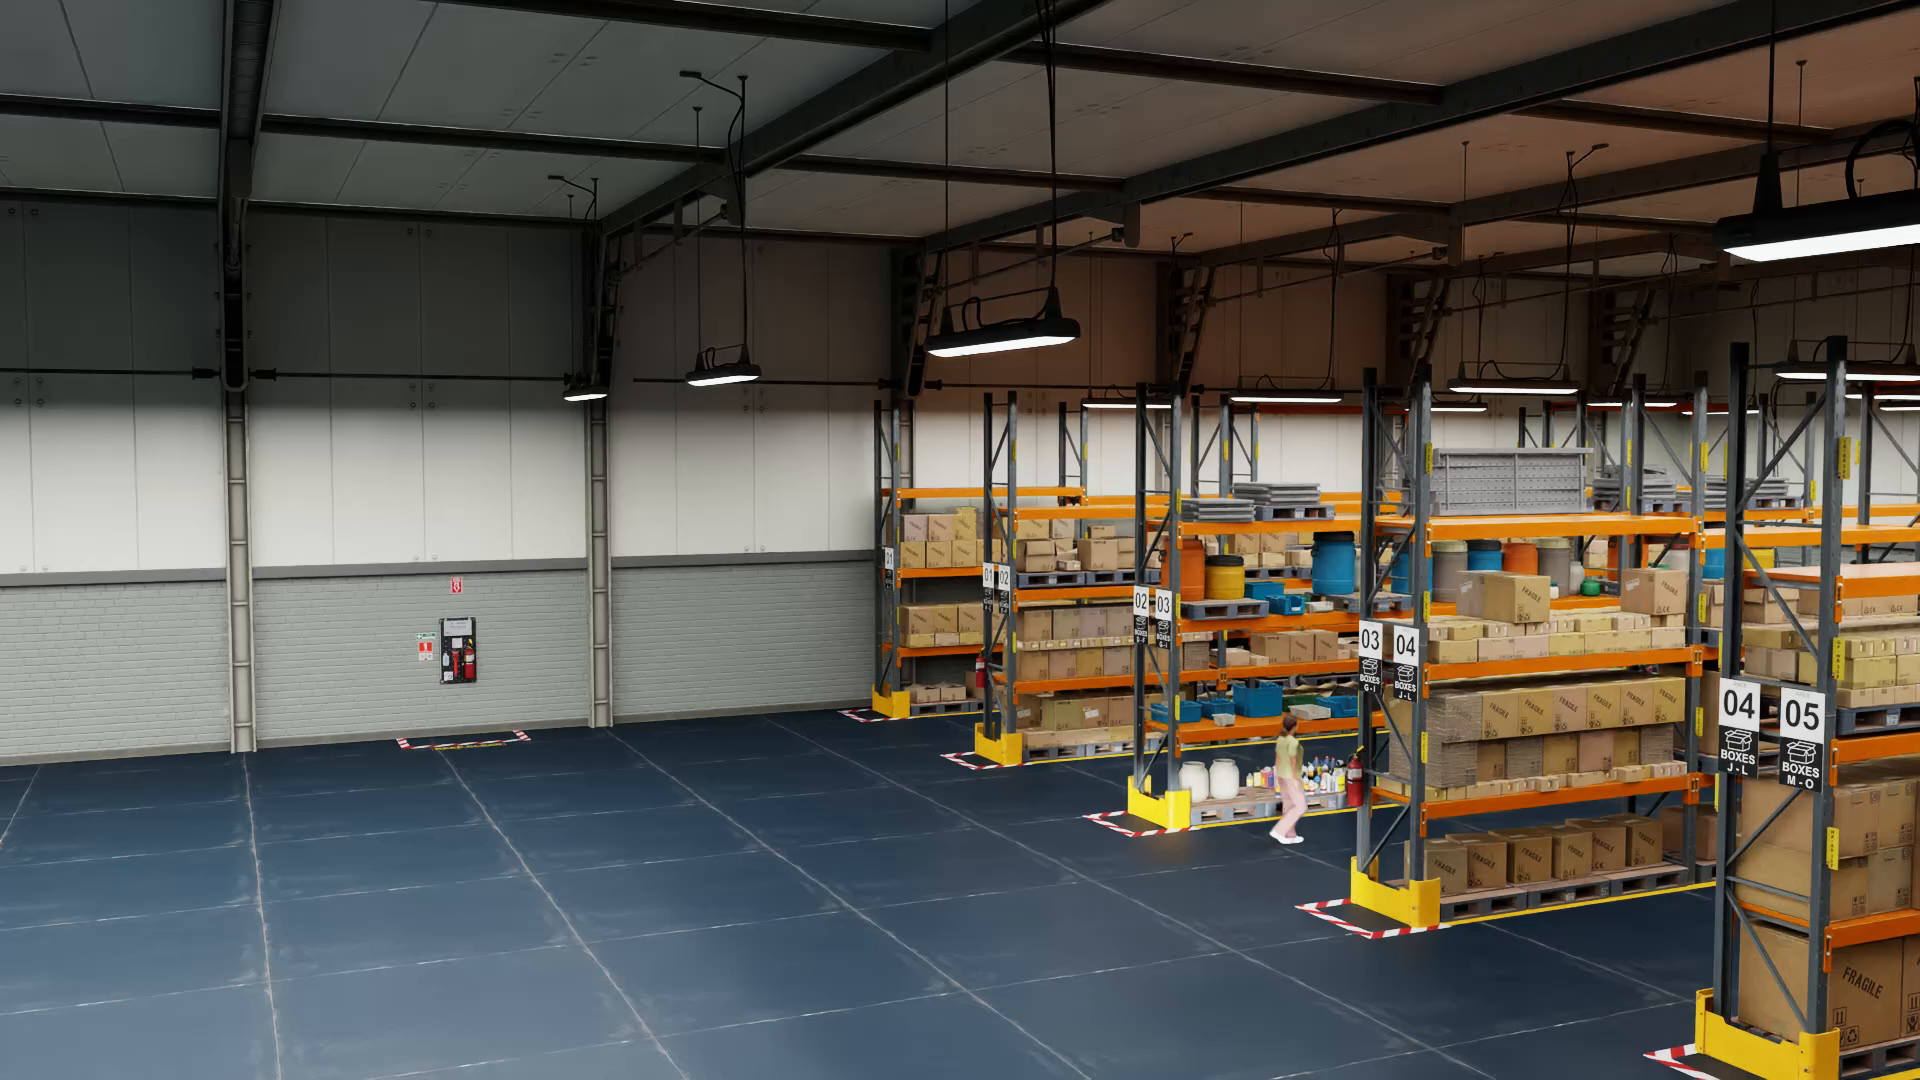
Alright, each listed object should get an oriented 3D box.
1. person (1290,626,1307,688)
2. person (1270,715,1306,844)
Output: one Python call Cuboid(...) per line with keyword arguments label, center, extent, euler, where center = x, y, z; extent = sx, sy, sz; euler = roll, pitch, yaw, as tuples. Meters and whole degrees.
Cuboid(label="person", center=(6.736, 2.386, 33.228), extent=(0.974, 1.642, 0.488), euler=(-2, 4, -34))
Cuboid(label="person", center=(4.214, 3.089, 21.404), extent=(0.531, 1.669, 0.501), euler=(-1, 4, -20))
